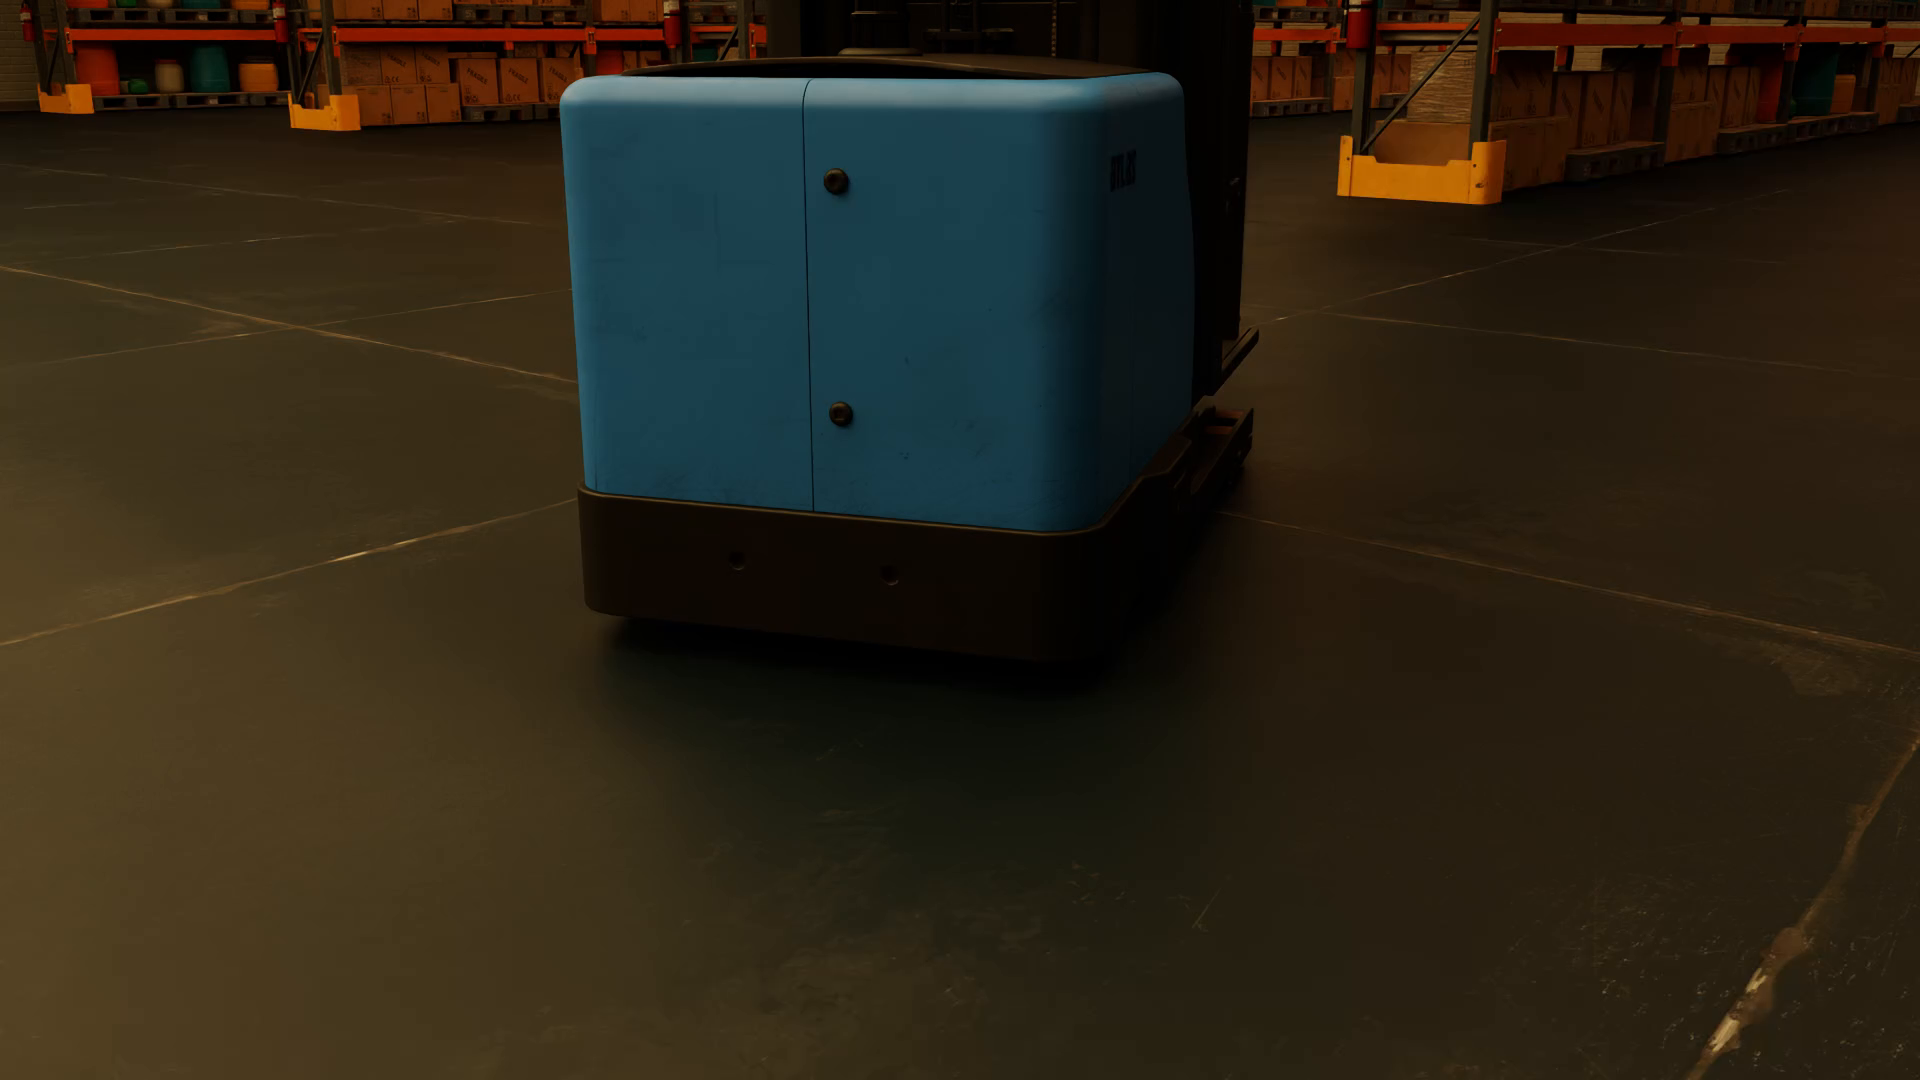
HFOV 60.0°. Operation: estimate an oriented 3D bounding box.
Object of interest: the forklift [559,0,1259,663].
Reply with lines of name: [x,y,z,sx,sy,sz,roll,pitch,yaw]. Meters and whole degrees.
forklift: [0.182,-1.571,4.072,1.130,2.935,3.031,5,18,17]
